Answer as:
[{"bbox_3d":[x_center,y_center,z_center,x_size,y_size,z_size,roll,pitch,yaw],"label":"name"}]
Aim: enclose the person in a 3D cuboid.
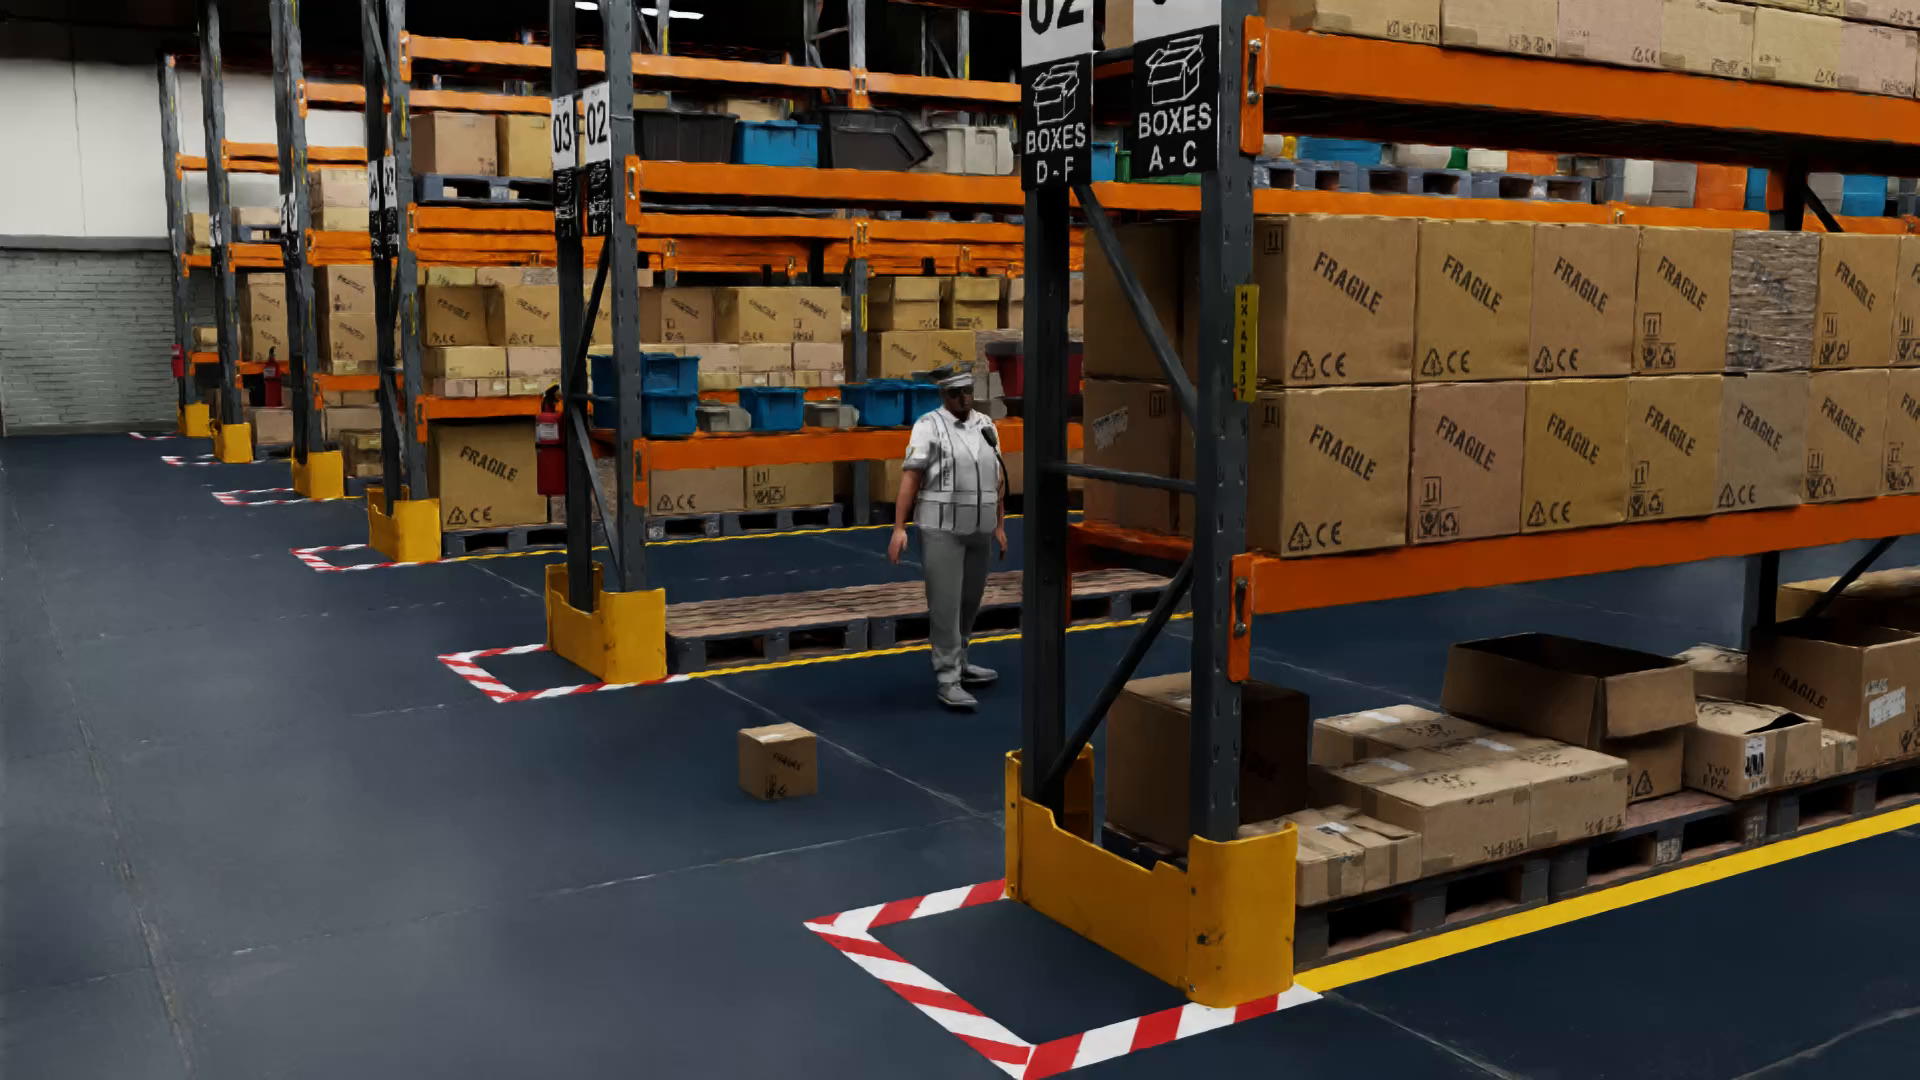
[{"bbox_3d":[-0.029,-0.047,8.583,0.762,1.738,0.640,-6,10,-38],"label":"person"}]
